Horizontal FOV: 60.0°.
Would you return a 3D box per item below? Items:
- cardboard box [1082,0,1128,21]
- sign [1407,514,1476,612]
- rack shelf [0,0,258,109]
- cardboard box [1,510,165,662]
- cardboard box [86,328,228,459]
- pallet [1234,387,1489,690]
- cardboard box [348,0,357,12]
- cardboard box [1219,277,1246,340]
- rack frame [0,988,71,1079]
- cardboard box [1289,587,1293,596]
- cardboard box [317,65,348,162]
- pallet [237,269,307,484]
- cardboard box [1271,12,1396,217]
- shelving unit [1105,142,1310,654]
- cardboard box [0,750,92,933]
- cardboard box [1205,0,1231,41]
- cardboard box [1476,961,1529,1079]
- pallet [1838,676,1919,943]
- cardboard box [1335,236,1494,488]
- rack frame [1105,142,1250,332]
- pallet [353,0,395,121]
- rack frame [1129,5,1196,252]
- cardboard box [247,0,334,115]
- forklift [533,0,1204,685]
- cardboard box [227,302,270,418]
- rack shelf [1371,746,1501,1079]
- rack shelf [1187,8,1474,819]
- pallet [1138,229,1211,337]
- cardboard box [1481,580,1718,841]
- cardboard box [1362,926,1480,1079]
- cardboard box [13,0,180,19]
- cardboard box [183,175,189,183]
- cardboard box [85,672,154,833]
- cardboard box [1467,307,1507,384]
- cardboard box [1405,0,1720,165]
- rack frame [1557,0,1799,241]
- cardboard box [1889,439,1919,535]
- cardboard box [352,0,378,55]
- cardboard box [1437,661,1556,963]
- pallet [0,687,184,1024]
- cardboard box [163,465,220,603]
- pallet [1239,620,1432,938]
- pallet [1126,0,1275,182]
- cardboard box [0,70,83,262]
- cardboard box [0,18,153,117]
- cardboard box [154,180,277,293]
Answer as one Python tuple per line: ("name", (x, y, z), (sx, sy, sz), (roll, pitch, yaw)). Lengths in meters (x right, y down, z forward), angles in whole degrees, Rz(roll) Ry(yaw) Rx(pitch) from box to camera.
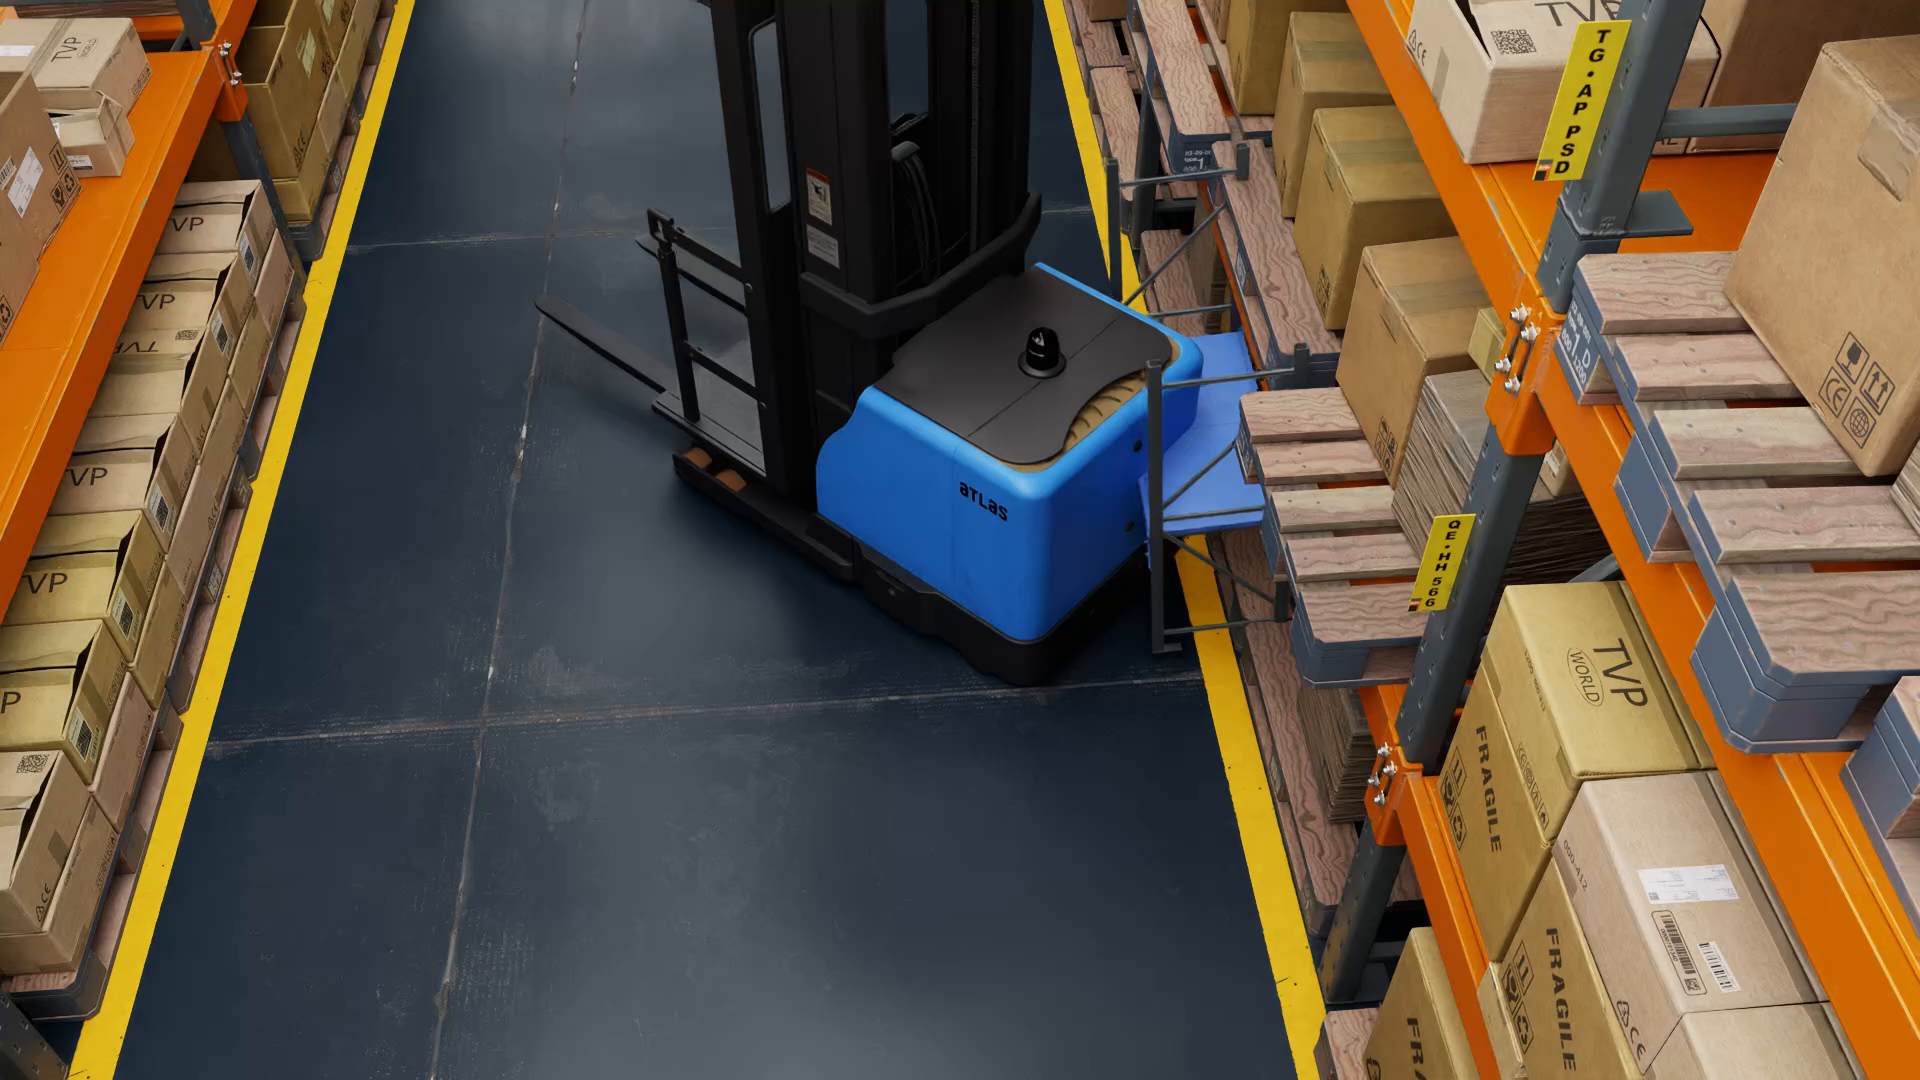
("cardboard box", (1.024, -3.240, 9.171), (0.700, 0.500, 0.500), (-6, 47, -6))
("sign", (1.127, 0.057, 3.887), (0.100, 0.325, 0.005), (-3, 47, -3))
("rack shelf", (-3.772, -3.402, 8.402), (1.077, 0.370, 4.000), (-3, 47, -3))
("cardboard box", (-3.113, 0.154, 5.756), (0.500, 0.311, 0.500), (-5, 47, -4))
("cardboard box", (-3.195, -0.581, 6.453), (0.500, 0.311, 0.500), (-4, 47, -3))
("pallet", (1.501, -0.055, 4.869), (1.213, 0.211, 1.003), (-3, 47, -3))
("cardboard box", (-3.459, -3.099, 8.707), (0.500, 0.500, 0.500), (-3, 47, -3))
("cardboard box", (1.503, -0.896, 6.951), (0.700, 0.500, 0.500), (-4, 47, -4))
("rack frame", (-3.269, 0.692, 4.029), (1.000, 3.000, 0.127), (-3, 47, -3))
("cardboard box", (1.557, -0.159, 6.253), (0.700, 0.500, 0.500), (-4, 47, -4))
("cardboard box", (-3.378, -2.117, 8.294), (0.500, 0.250, 0.500), (-3, 47, -3))
("pallet", (-3.504, -0.713, 7.280), (1.003, 0.211, 1.213), (-3, 47, -3))
("cardboard box", (1.466, -1.442, 5.678), (0.700, 0.500, 0.500), (2, 47, 2))
("shelving unit", (0.865, -0.478, 6.026), (0.538, 1.500, 1.048), (-7, 50, 2))
("cardboard box", (-3.021, 0.903, 5.047), (0.500, 0.311, 0.500), (-2, 47, -2))
("cardboard box", (1.340, -2.322, 6.511), (0.700, 0.500, 0.500), (-3, 47, -3))
("cardboard box", (1.414, 1.100, 3.802), (0.380, 0.149, 0.250), (-2, 47, -2))
("pallet", (1.870, 0.693, 2.092), (1.003, 0.211, 1.213), (-2, 47, -1))
("cardboard box", (1.543, -0.540, 4.824), (0.700, 0.500, 0.500), (-7, 47, -7))
("rack frame", (0.830, -0.865, 6.355), (0.500, 1.500, 0.032), (-7, 50, 2))
("pallet", (-3.734, -2.706, 9.168), (1.003, 0.211, 1.213), (-3, 47, -3))
("rack frame", (1.332, -2.506, 7.058), (1.000, 3.000, 0.127), (-3, 47, -3))
("cardboard box", (-3.381, -2.375, 8.021), (0.500, 0.500, 0.500), (-3, 47, -3))
("forklift", (-0.557, -1.397, 6.054), (3.031, 2.935, 1.130), (32, 54, 27))
("cardboard box", (-3.240, -0.753, 7.002), (0.500, 0.250, 0.500), (-4, 47, -4))
("rack shelf", (1.834, 2.082, 3.208), (1.077, 0.370, 4.000), (-3, 47, -3))
("rack shelf", (1.499, -0.812, 5.948), (1.077, 0.370, 4.000), (-3, 47, -3))
("pallet", (1.398, -0.984, 7.537), (1.003, 0.211, 1.213), (-3, 47, -3))
("cardboard box", (1.450, 0.351, 3.547), (0.500, 0.250, 0.500), (-2, 47, -2))
("cardboard box", (1.597, 1.523, 4.433), (0.750, 0.750, 0.750), (-4, 47, -4))
("cardboard box", (-3.648, -2.558, 7.037), (0.700, 0.500, 0.500), (-5, 47, -4))
("cardboard box", (-3.861, -1.724, 7.921), (0.500, 0.250, 0.500), (-3, 47, -3))
("cardboard box", (-3.064, 0.732, 5.595), (0.500, 0.250, 0.500), (-5, 47, -4))
("cardboard box", (1.566, -0.501, 4.340), (0.380, 0.149, 0.250), (-11, 47, -10))
("cardboard box", (1.337, -1.124, 3.731), (0.500, 0.311, 0.500), (-3, 47, -3))
("rack frame", (1.667, -1.675, 2.139), (1.000, 3.000, 0.127), (-3, 47, -3))
("cardboard box", (1.861, -0.102, 2.343), (0.700, 0.500, 0.500), (-6, 47, -5))
("cardboard box", (-3.462, -2.841, 8.979), (0.500, 0.250, 0.500), (-3, 47, -3))
("cardboard box", (1.452, 0.611, 3.818), (0.500, 0.500, 0.500), (-2, 47, -2))
("pallet", (-3.299, 1.052, 5.608), (1.003, 0.211, 1.213), (-3, 47, -3))
("cardboard box", (-3.156, -0.015, 6.302), (0.500, 0.250, 0.500), (-3, 47, -2))
("pallet", (1.603, 0.781, 5.865), (1.003, 0.211, 1.213), (-3, 47, -3))
("pallet", (1.251, -1.878, 6.595), (1.003, 0.211, 1.213), (-3, 47, -3))
("cardboard box", (-3.512, -1.299, 5.845), (0.500, 0.500, 0.500), (0, 47, 0))
("cardboard box", (-3.520, -1.797, 6.490), (0.500, 0.250, 0.500), (-1, 47, -1))
("cardboard box", (-3.285, -1.319, 7.151), (0.500, 0.311, 0.500), (-3, 47, -3))
